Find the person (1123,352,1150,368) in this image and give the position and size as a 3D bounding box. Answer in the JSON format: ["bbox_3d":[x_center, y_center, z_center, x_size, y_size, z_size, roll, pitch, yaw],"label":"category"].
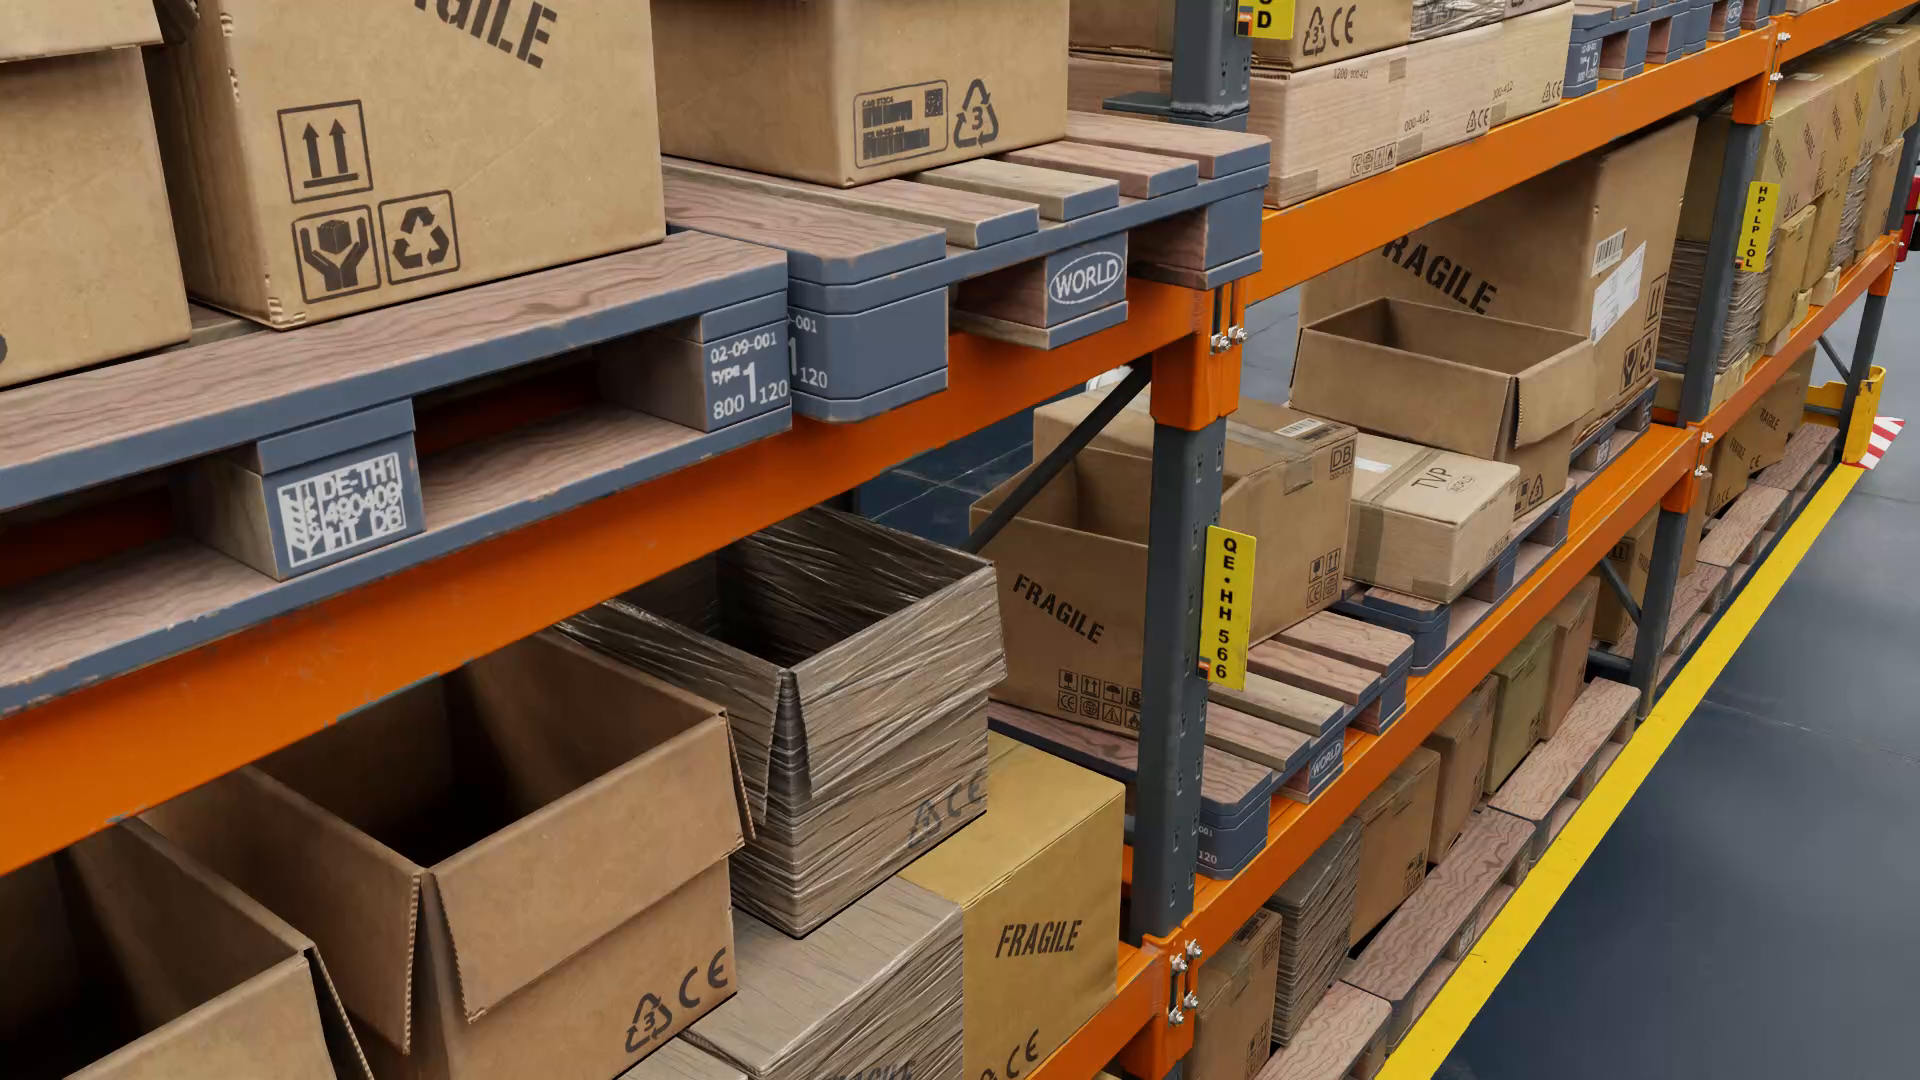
[{"bbox_3d":[0.768,-0.178,6.967,0.473,1.690,0.448,16,29,33],"label":"person"}]
